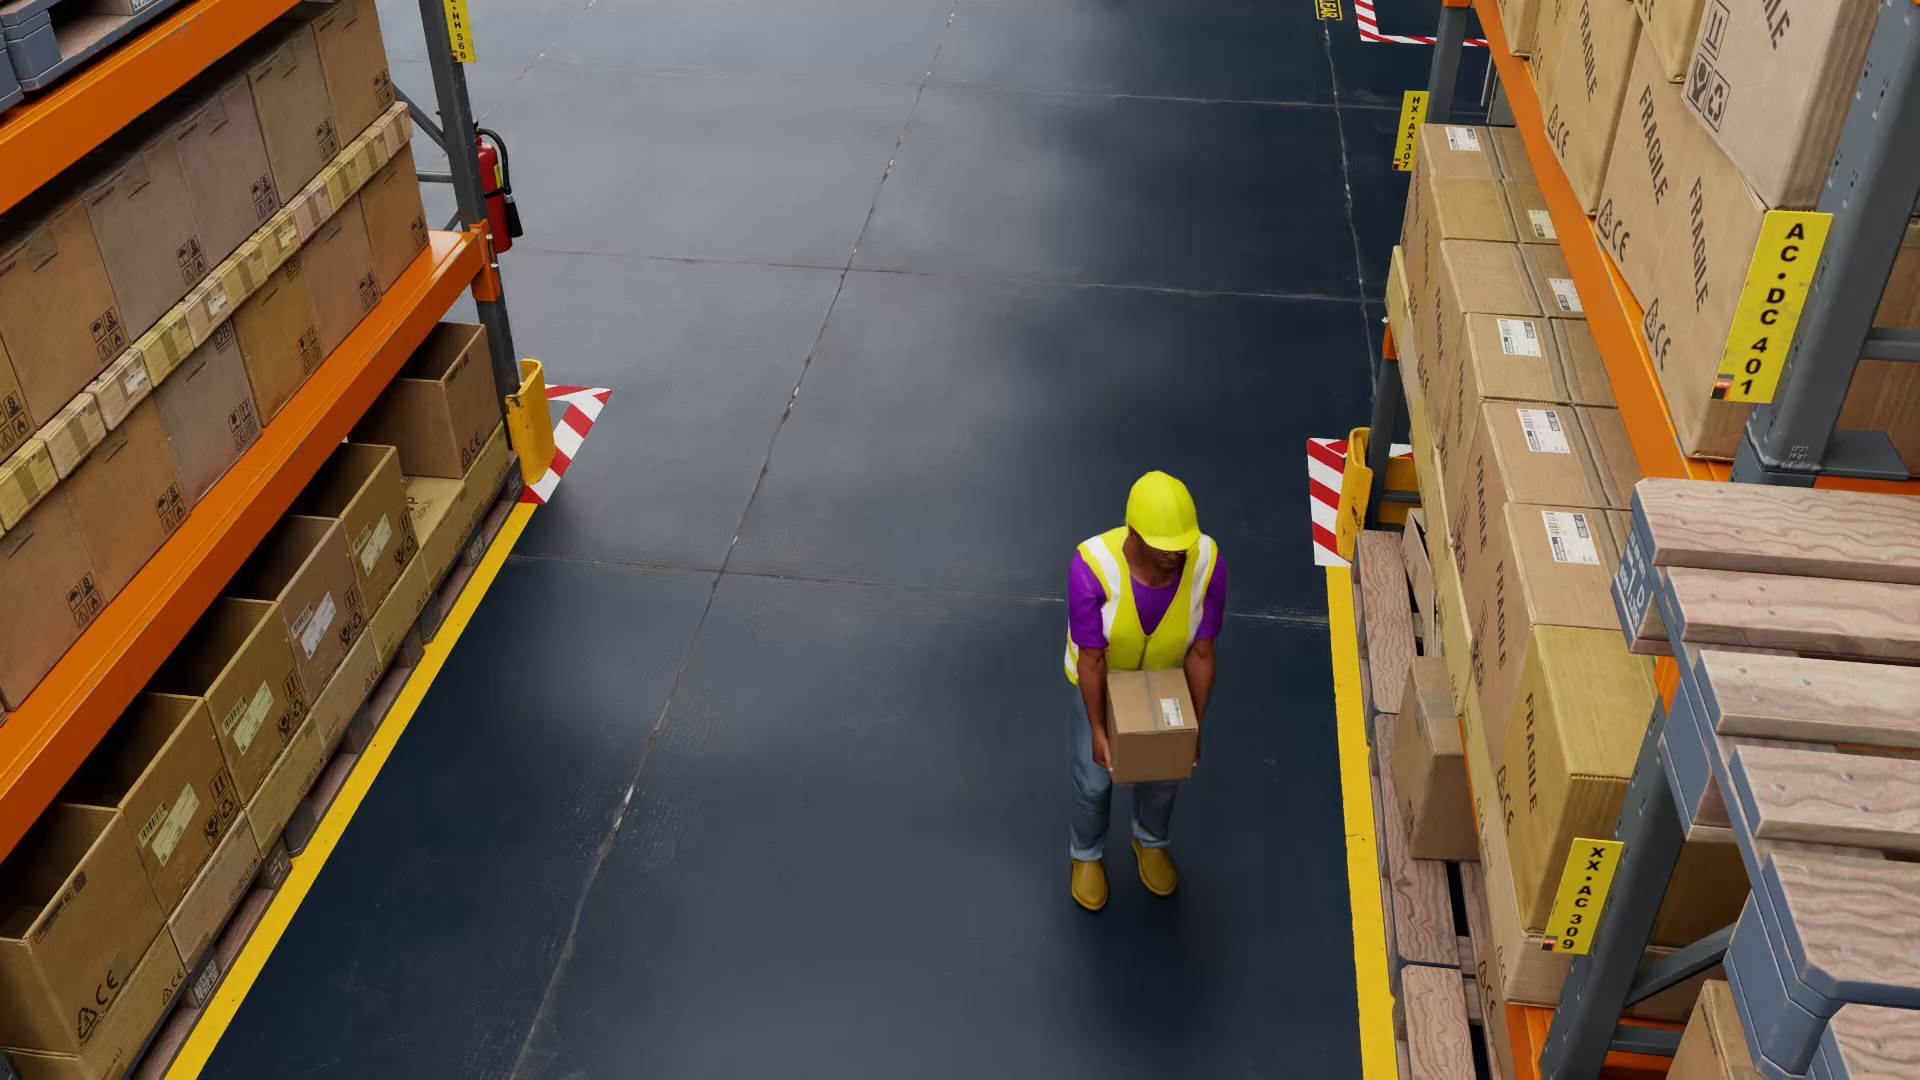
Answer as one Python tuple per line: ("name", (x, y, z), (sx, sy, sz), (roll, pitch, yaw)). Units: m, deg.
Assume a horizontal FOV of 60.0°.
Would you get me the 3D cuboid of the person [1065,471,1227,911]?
("person", (0.593, 0.520, 5.426), (0.501, 1.746, 0.597), (-4, 36, -5))
